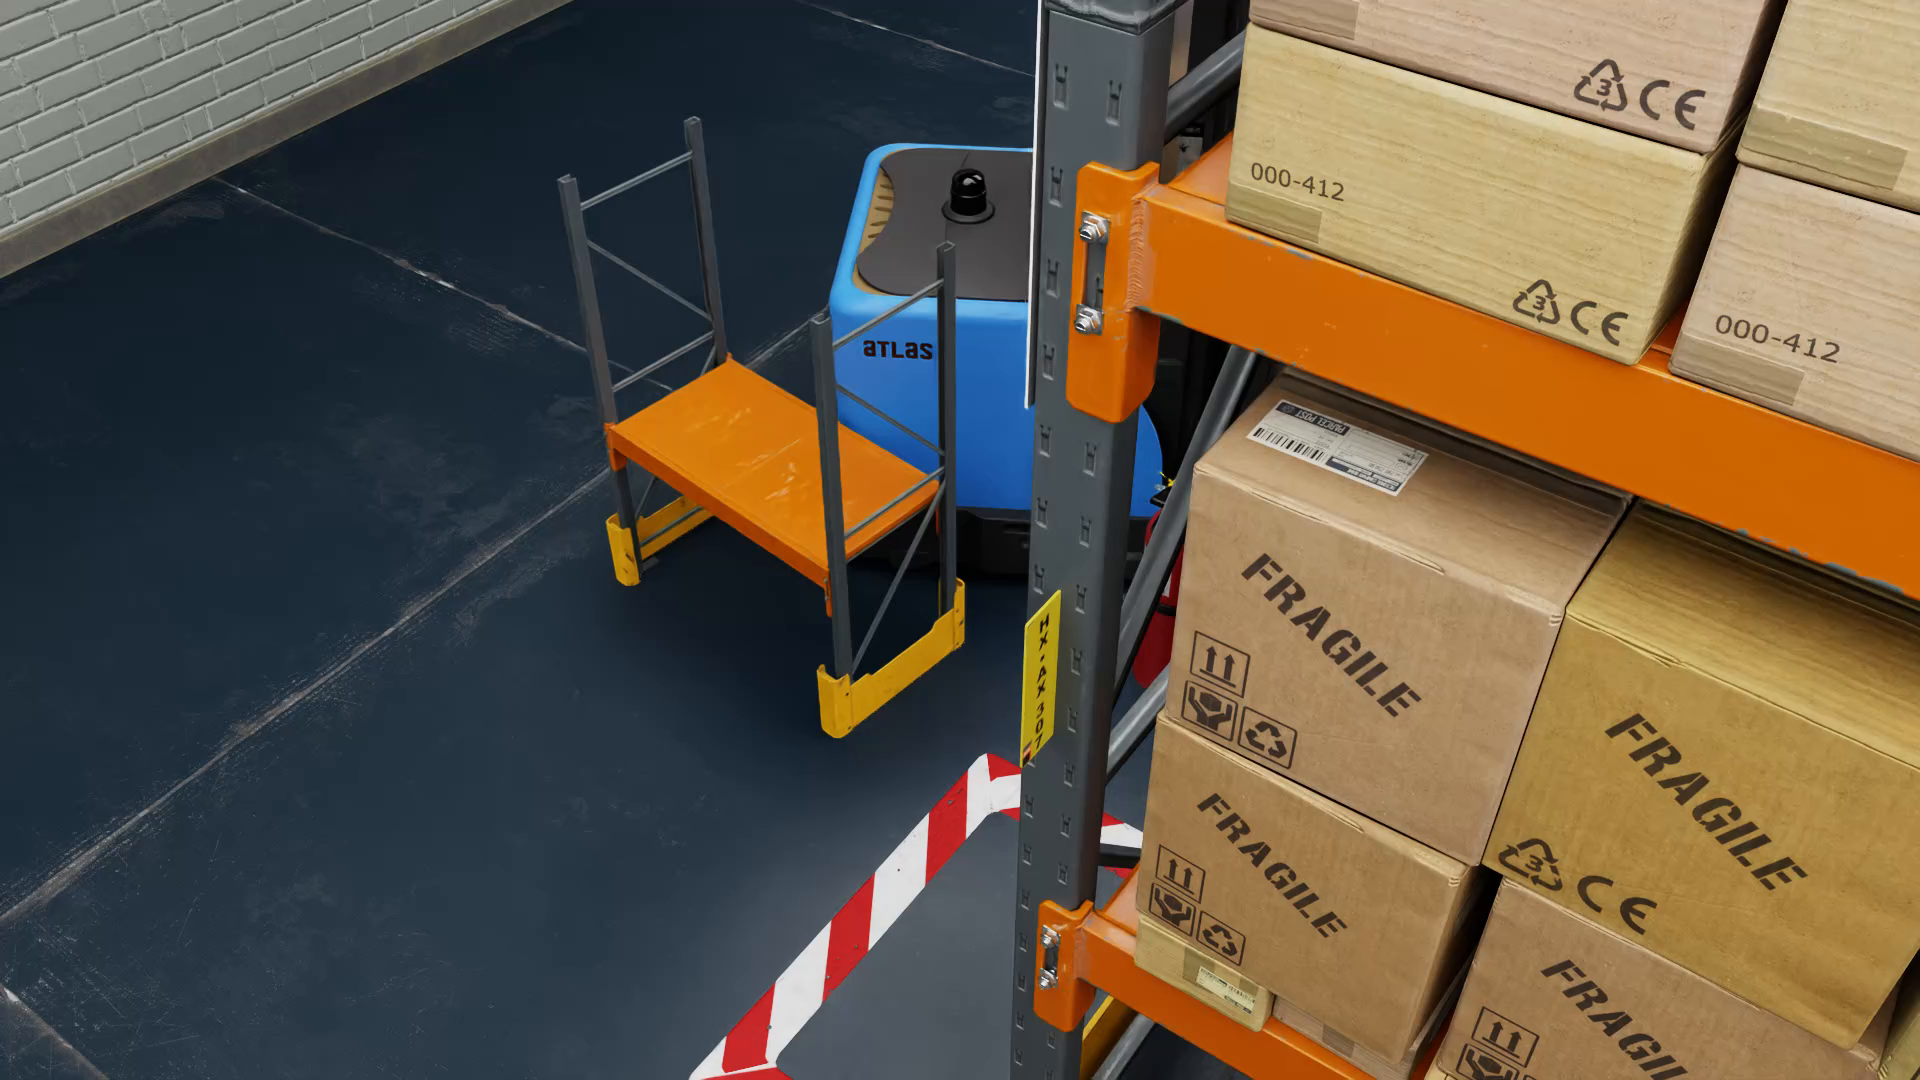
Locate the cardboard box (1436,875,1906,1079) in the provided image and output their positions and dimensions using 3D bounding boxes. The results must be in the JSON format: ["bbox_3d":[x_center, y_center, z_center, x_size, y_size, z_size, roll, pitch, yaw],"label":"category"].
[{"bbox_3d":[1.100,0.613,2.518,0.500,0.500,0.500,25,48,25],"label":"cardboard box"}]

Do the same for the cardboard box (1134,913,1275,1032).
[{"bbox_3d":[0.515,0.644,2.970,0.250,0.149,0.380,25,47,25],"label":"cardboard box"}]

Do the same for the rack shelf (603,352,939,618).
[{"bbox_3d":[-0.565,-0.196,5.114,1.000,0.185,0.538,31,51,30],"label":"rack shelf"}]

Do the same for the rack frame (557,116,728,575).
[{"bbox_3d":[-0.940,-0.559,5.250,0.032,1.500,0.500,31,51,30],"label":"rack frame"}]

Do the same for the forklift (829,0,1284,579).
[{"bbox_3d":[1.138,-1.244,4.942,3.031,2.935,1.130,3,42,4],"label":"forklift"}]

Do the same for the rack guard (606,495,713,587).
[{"bbox_3d":[-0.939,-0.093,5.666,0.087,0.250,0.587,31,51,30],"label":"rack guard"}]

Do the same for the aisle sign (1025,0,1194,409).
[{"bbox_3d":[0.206,-0.586,2.206,0.004,0.787,0.394,25,48,25],"label":"aisle sign"}]

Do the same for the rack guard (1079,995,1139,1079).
[{"bbox_3d":[0.501,1.208,4.025,0.348,0.500,1.175,25,48,25],"label":"rack guard"}]

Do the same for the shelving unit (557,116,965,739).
[{"bbox_3d":[-0.572,-0.334,4.999,1.083,1.500,0.587,31,51,30],"label":"shelving unit"}]

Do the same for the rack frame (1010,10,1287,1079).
[{"bbox_3d":[0.438,0.247,3.224,0.127,3.000,1.000,25,48,25],"label":"rack frame"}]

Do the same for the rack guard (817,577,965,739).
[{"bbox_3d":[-0.205,0.356,5.164,0.087,0.250,0.587,31,51,30],"label":"rack guard"}]

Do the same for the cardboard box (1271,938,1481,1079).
[{"bbox_3d":[0.748,0.719,2.886,0.250,0.149,0.380,27,48,27],"label":"cardboard box"}]

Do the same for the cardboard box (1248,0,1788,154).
[{"bbox_3d":[0.657,-0.687,1.757,0.500,0.250,0.500,26,48,26],"label":"cardboard box"}]

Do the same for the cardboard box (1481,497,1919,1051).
[{"bbox_3d":[1.070,0.233,2.192,0.500,0.500,0.500,26,48,26],"label":"cardboard box"}]

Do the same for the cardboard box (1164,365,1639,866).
[{"bbox_3d":[0.654,0.043,2.404,0.500,0.500,0.500,25,47,25],"label":"cardboard box"}]

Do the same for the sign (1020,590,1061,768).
[{"bbox_3d":[0.127,0.221,2.605,0.005,0.325,0.100,25,48,25],"label":"sign"}]

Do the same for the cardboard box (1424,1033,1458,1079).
[{"bbox_3d":[0.937,0.851,2.738,0.250,0.149,0.380,24,47,24],"label":"cardboard box"}]

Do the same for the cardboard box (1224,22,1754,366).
[{"bbox_3d":[0.659,-0.503,1.926,0.500,0.250,0.500,27,48,27],"label":"cardboard box"}]

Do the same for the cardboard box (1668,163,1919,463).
[{"bbox_3d":[1.088,-0.299,1.698,0.500,0.250,0.500,27,48,27],"label":"cardboard box"}]

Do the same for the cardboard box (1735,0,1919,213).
[{"bbox_3d":[1.077,-0.492,1.538,0.500,0.250,0.500,24,47,25],"label":"cardboard box"}]

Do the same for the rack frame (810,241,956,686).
[{"bbox_3d":[-0.191,-0.101,4.738,0.032,1.500,0.500,31,51,30],"label":"rack frame"}]

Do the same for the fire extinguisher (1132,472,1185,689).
[{"bbox_3d":[0.497,0.066,3.764,0.183,0.674,0.296,25,48,25],"label":"fire extinguisher"}]

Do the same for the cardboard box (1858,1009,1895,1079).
[{"bbox_3d":[1.494,0.807,2.300,0.500,0.500,0.500,26,48,26],"label":"cardboard box"}]

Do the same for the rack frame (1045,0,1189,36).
[{"bbox_3d":[0.438,-1.989,1.224,0.127,3.000,1.000,25,48,25],"label":"rack frame"}]

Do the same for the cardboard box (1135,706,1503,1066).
[{"bbox_3d":[0.647,0.422,2.731,0.500,0.500,0.500,27,49,27],"label":"cardboard box"}]

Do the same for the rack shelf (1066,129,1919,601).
[{"bbox_3d":[2.076,0.163,1.608,4.000,0.370,1.077,25,48,25],"label":"rack shelf"}]

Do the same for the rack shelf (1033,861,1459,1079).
[{"bbox_3d":[2.076,1.281,2.609,4.000,0.370,1.077,25,48,25],"label":"rack shelf"}]
